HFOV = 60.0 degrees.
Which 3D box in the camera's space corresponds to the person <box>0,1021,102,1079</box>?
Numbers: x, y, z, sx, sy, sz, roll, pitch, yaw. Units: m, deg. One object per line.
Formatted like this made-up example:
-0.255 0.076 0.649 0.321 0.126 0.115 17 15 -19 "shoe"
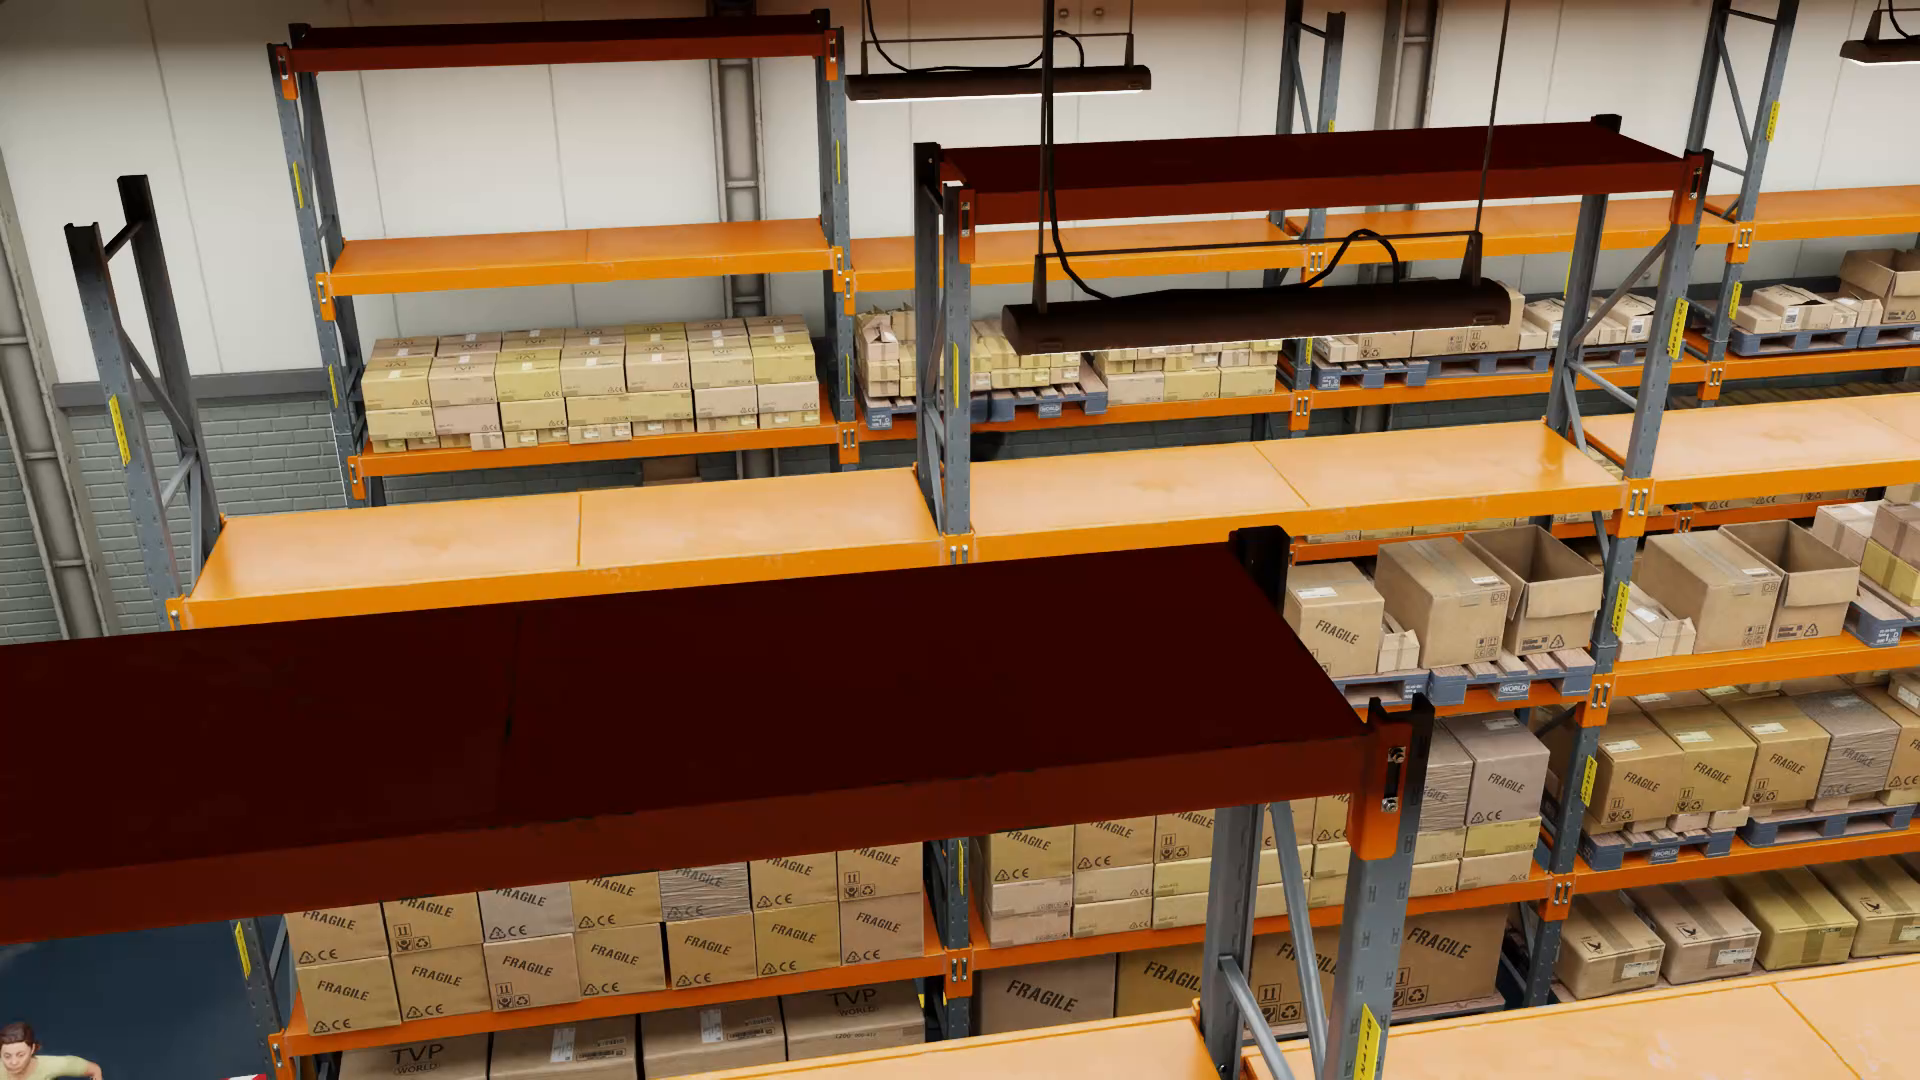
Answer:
-5.169 3.398 9.396 0.633 1.673 0.690 1 26 1 "person"
